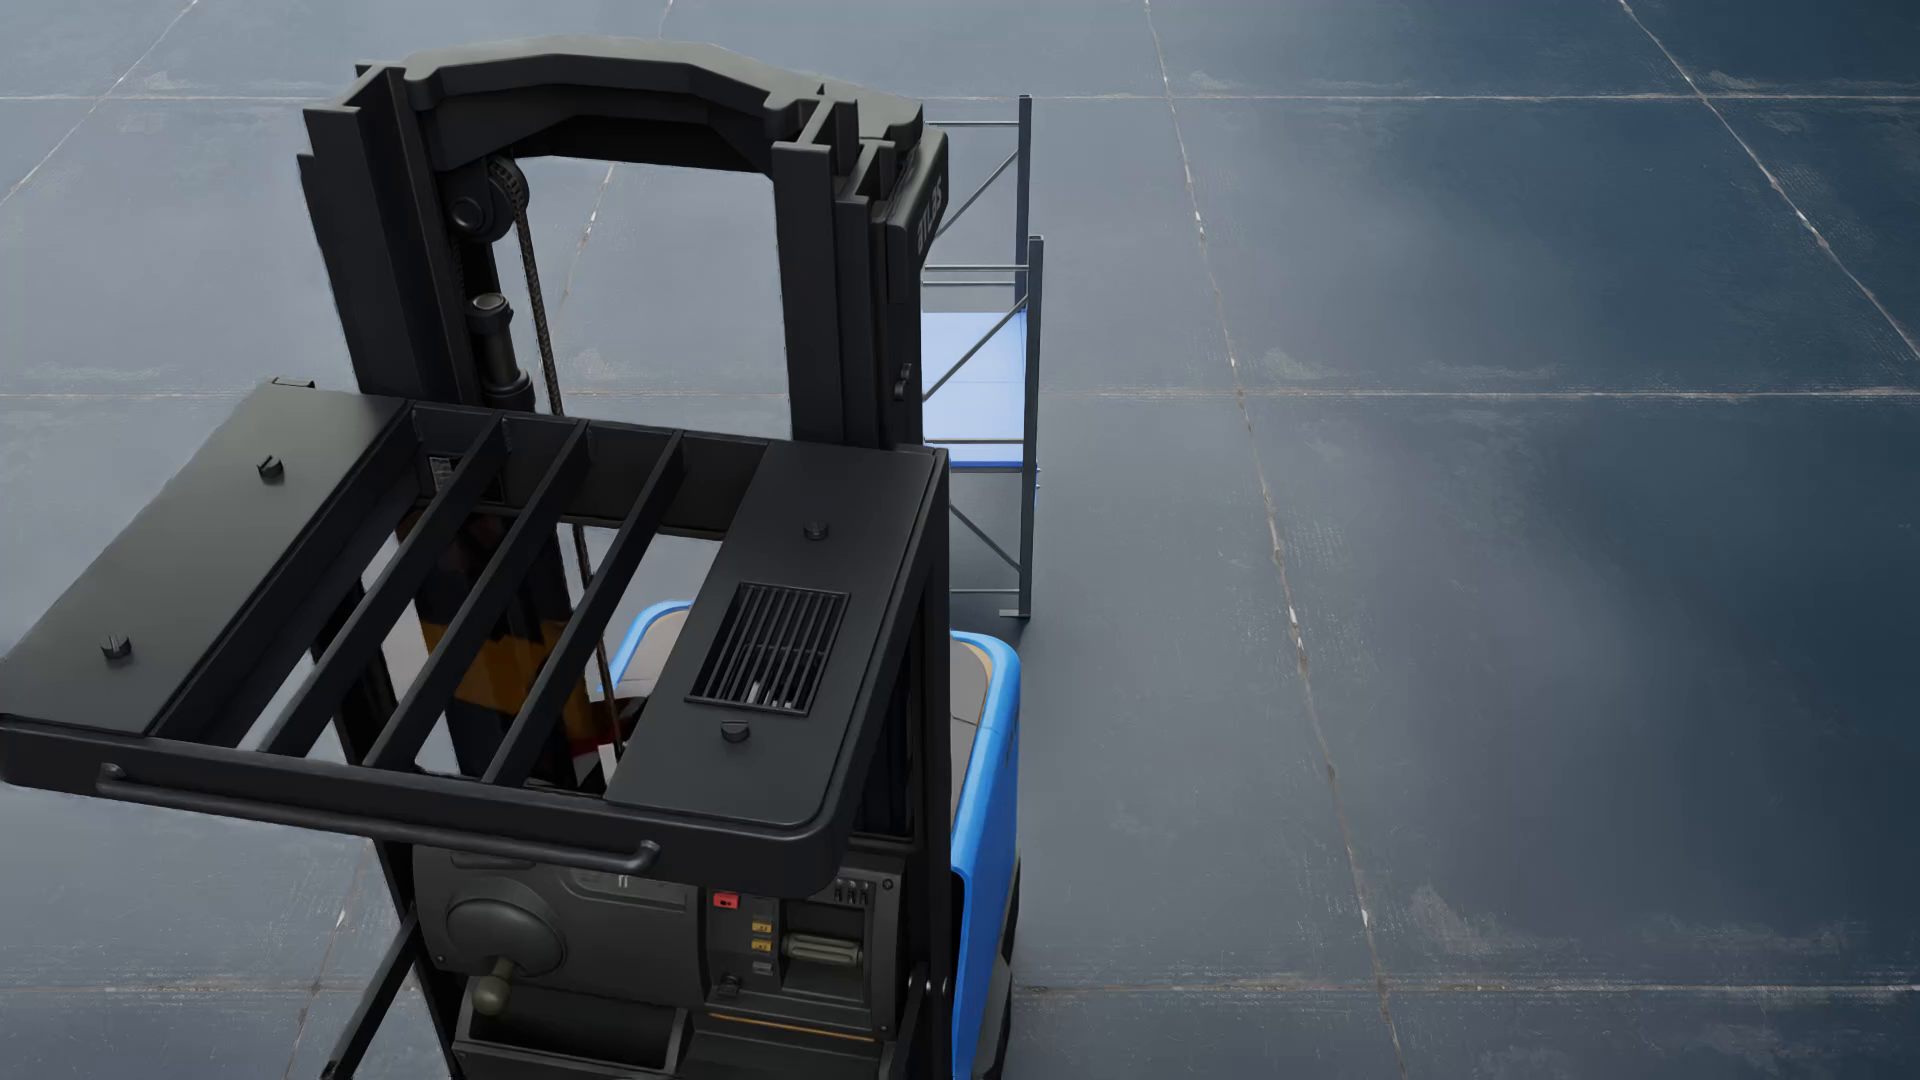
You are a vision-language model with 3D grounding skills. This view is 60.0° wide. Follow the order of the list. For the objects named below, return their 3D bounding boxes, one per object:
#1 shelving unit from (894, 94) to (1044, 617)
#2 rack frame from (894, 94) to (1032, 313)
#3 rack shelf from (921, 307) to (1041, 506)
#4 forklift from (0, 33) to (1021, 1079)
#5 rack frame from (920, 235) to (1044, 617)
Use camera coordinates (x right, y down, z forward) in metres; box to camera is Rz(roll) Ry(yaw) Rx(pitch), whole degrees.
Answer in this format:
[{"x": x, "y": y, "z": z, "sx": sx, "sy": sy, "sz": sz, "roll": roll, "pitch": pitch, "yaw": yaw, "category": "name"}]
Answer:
[{"x": 0.000, "y": -0.639, "z": 5.848, "sx": 0.538, "sy": 1.500, "sz": 1.048, "roll": 0, "pitch": 39, "yaw": 0, "category": "shelving unit"}, {"x": -0.001, "y": -0.956, "z": 6.244, "sx": 0.500, "sy": 1.500, "sz": 0.032, "roll": 0, "pitch": 39, "yaw": 0, "category": "rack frame"}, {"x": 0.000, "y": -0.498, "z": 5.960, "sx": 0.538, "sy": 0.185, "sz": 1.000, "roll": 0, "pitch": 39, "yaw": 0, "category": "rack shelf"}, {"x": -0.603, "y": 0.793, "z": 2.916, "sx": 1.130, "sy": 2.935, "sz": 3.031, "roll": 7, "pitch": 39, "yaw": 8, "category": "forklift"}, {"x": 0.000, "y": -0.321, "z": 5.451, "sx": 0.500, "sy": 1.500, "sz": 0.032, "roll": 0, "pitch": 39, "yaw": 0, "category": "rack frame"}]
